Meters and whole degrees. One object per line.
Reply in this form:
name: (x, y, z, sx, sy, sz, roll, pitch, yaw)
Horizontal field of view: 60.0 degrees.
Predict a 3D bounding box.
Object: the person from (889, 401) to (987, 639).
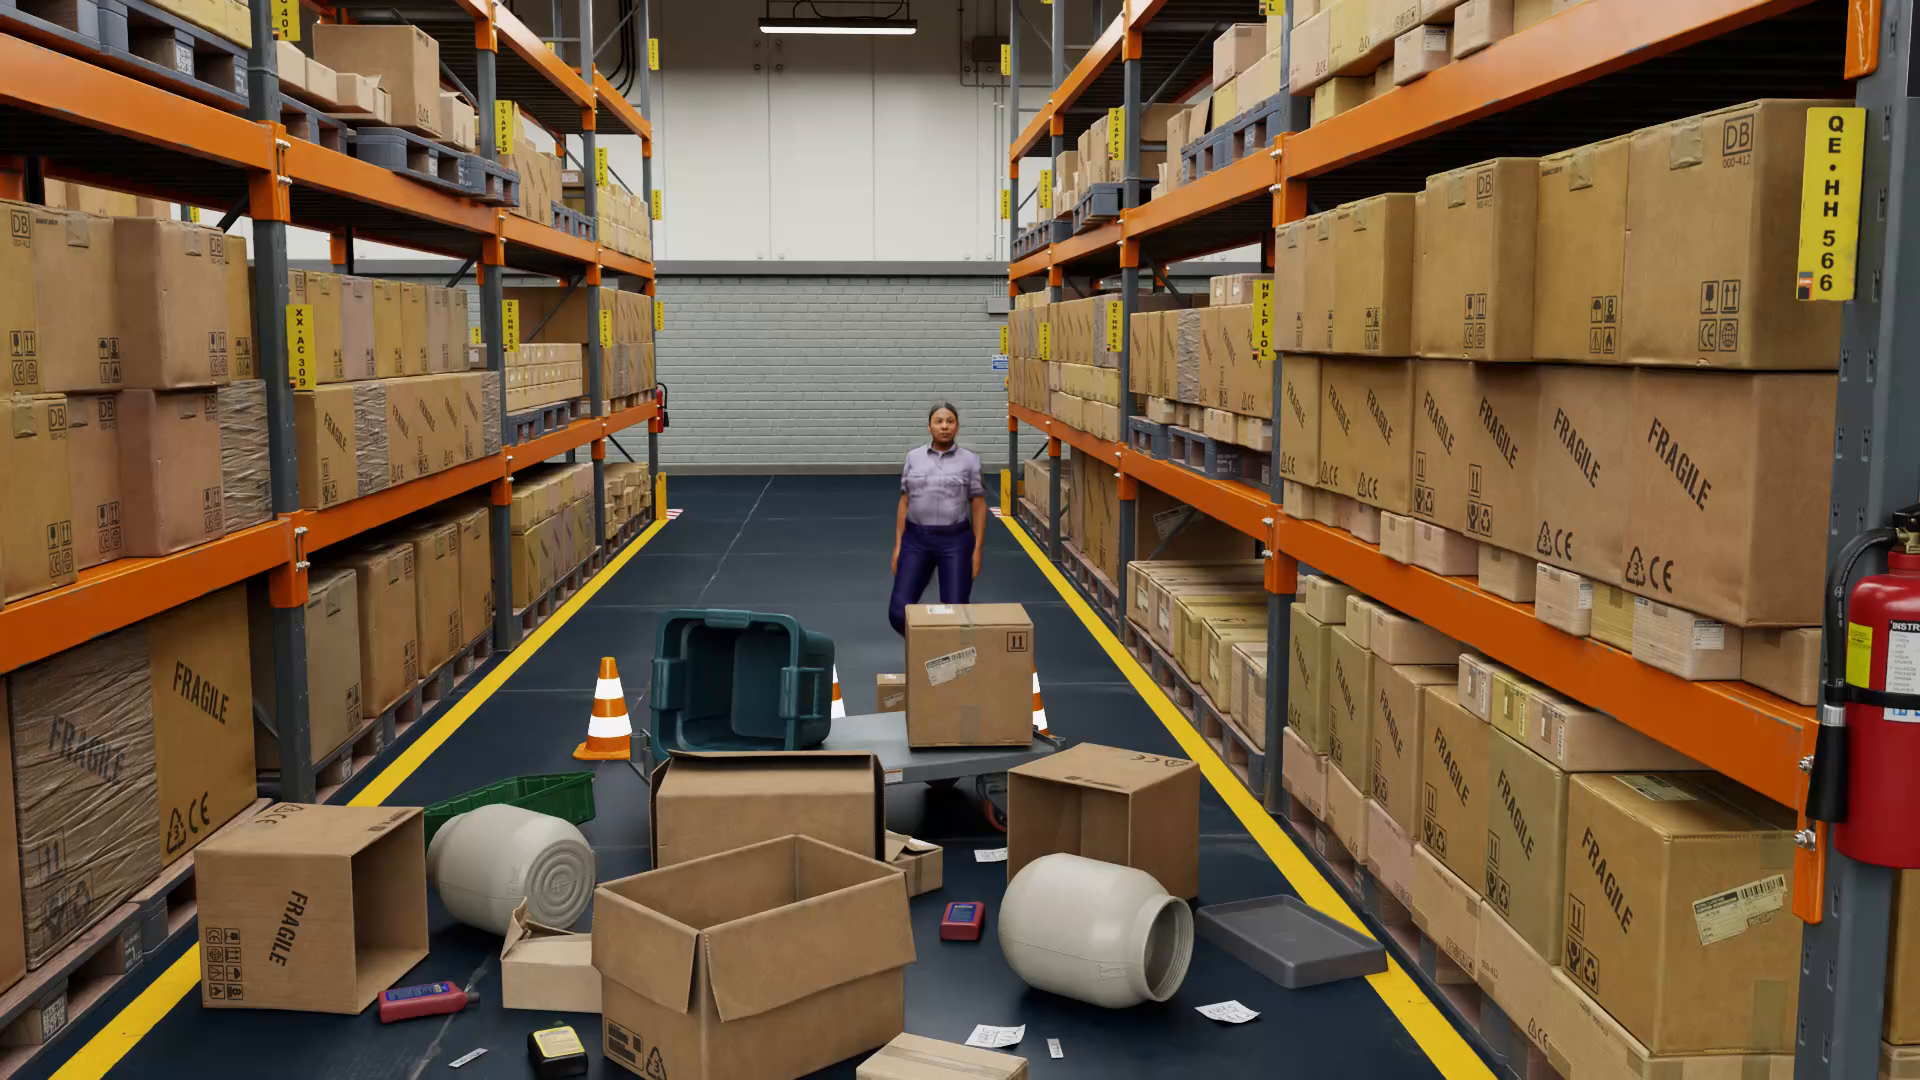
person: (-0.121, 0.062, 9.116, 0.520, 1.635, 0.639, 1, 7, 10)
